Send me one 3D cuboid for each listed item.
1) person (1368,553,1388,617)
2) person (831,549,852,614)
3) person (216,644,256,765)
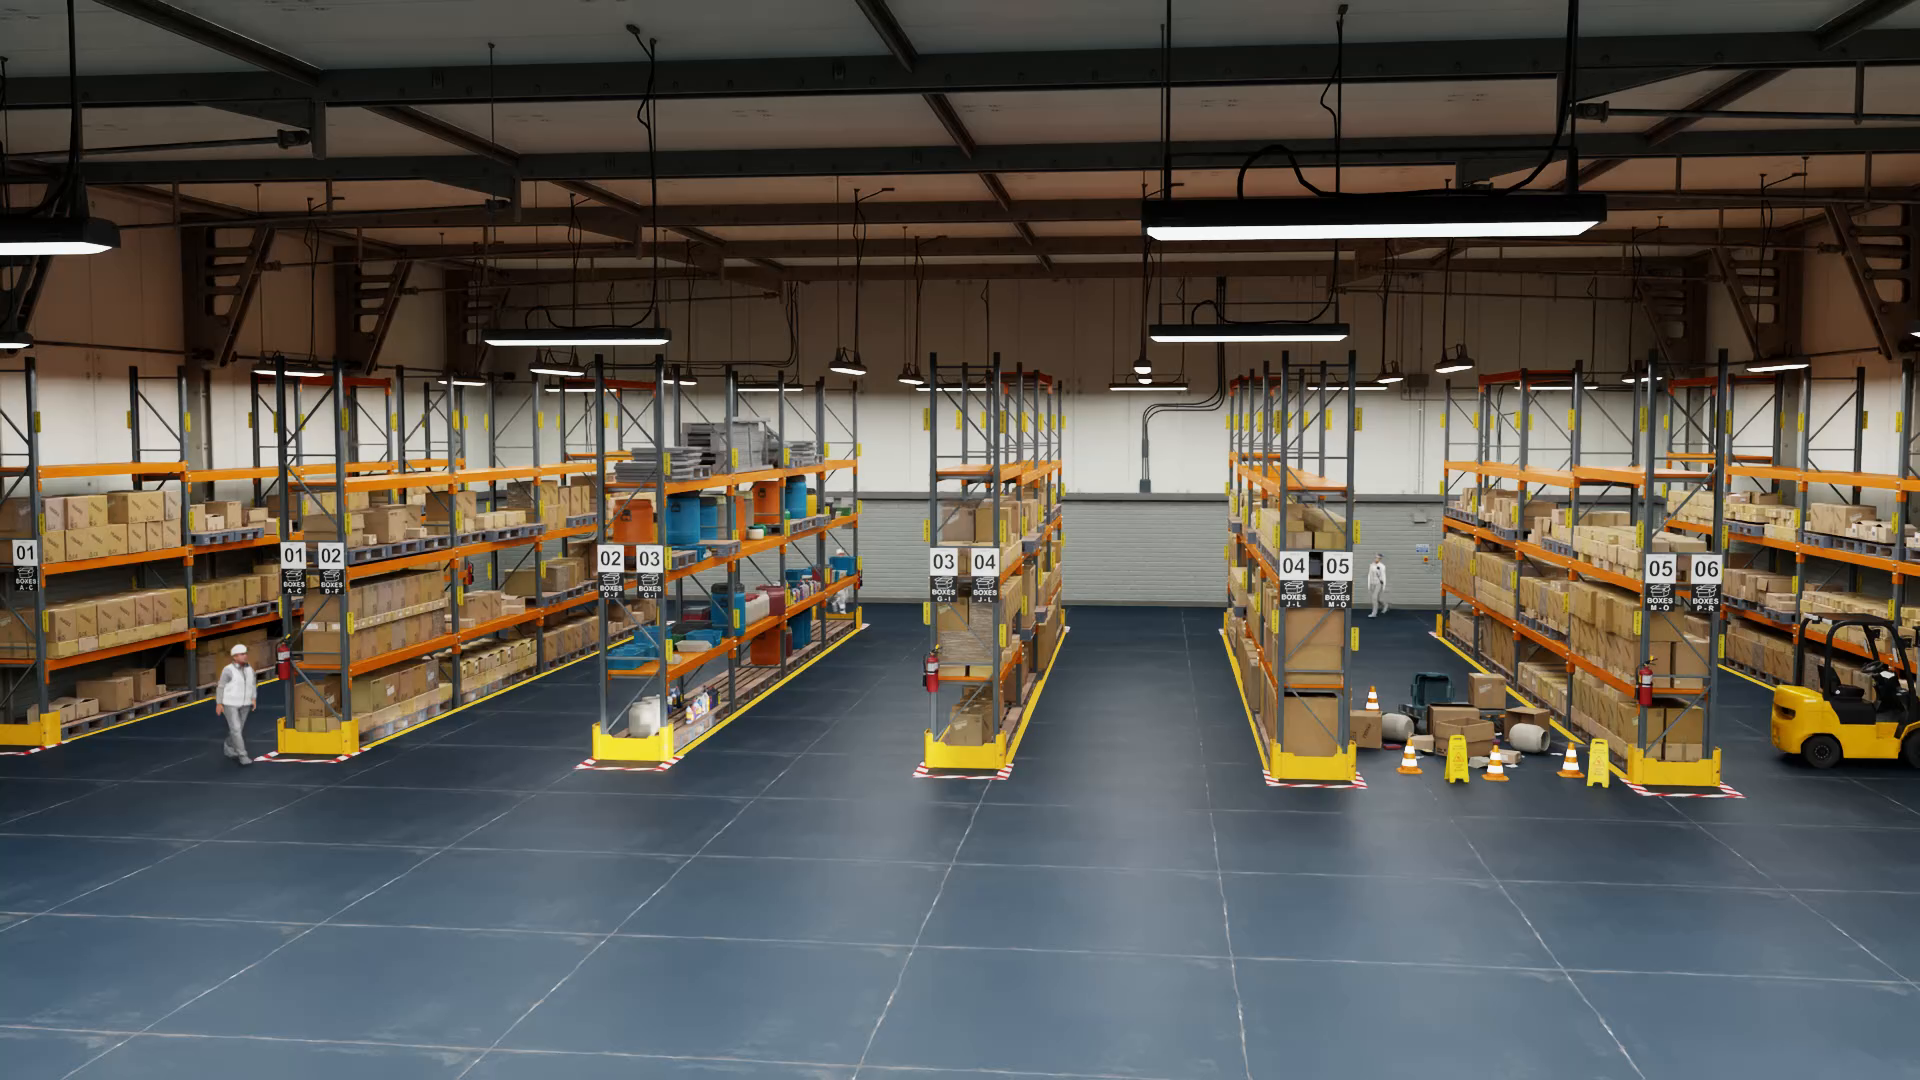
[{"bbox_3d":[10.749,1.135,42.722,0.770,1.656,0.488,-2,5,-30],"label":"person"},{"bbox_3d":[-3.067,1.092,42.654,0.543,1.770,0.823,-4,5,-42],"label":"person"},{"bbox_3d":[-10.617,2.389,24.466,1.011,1.710,0.552,3,5,35],"label":"person"}]
